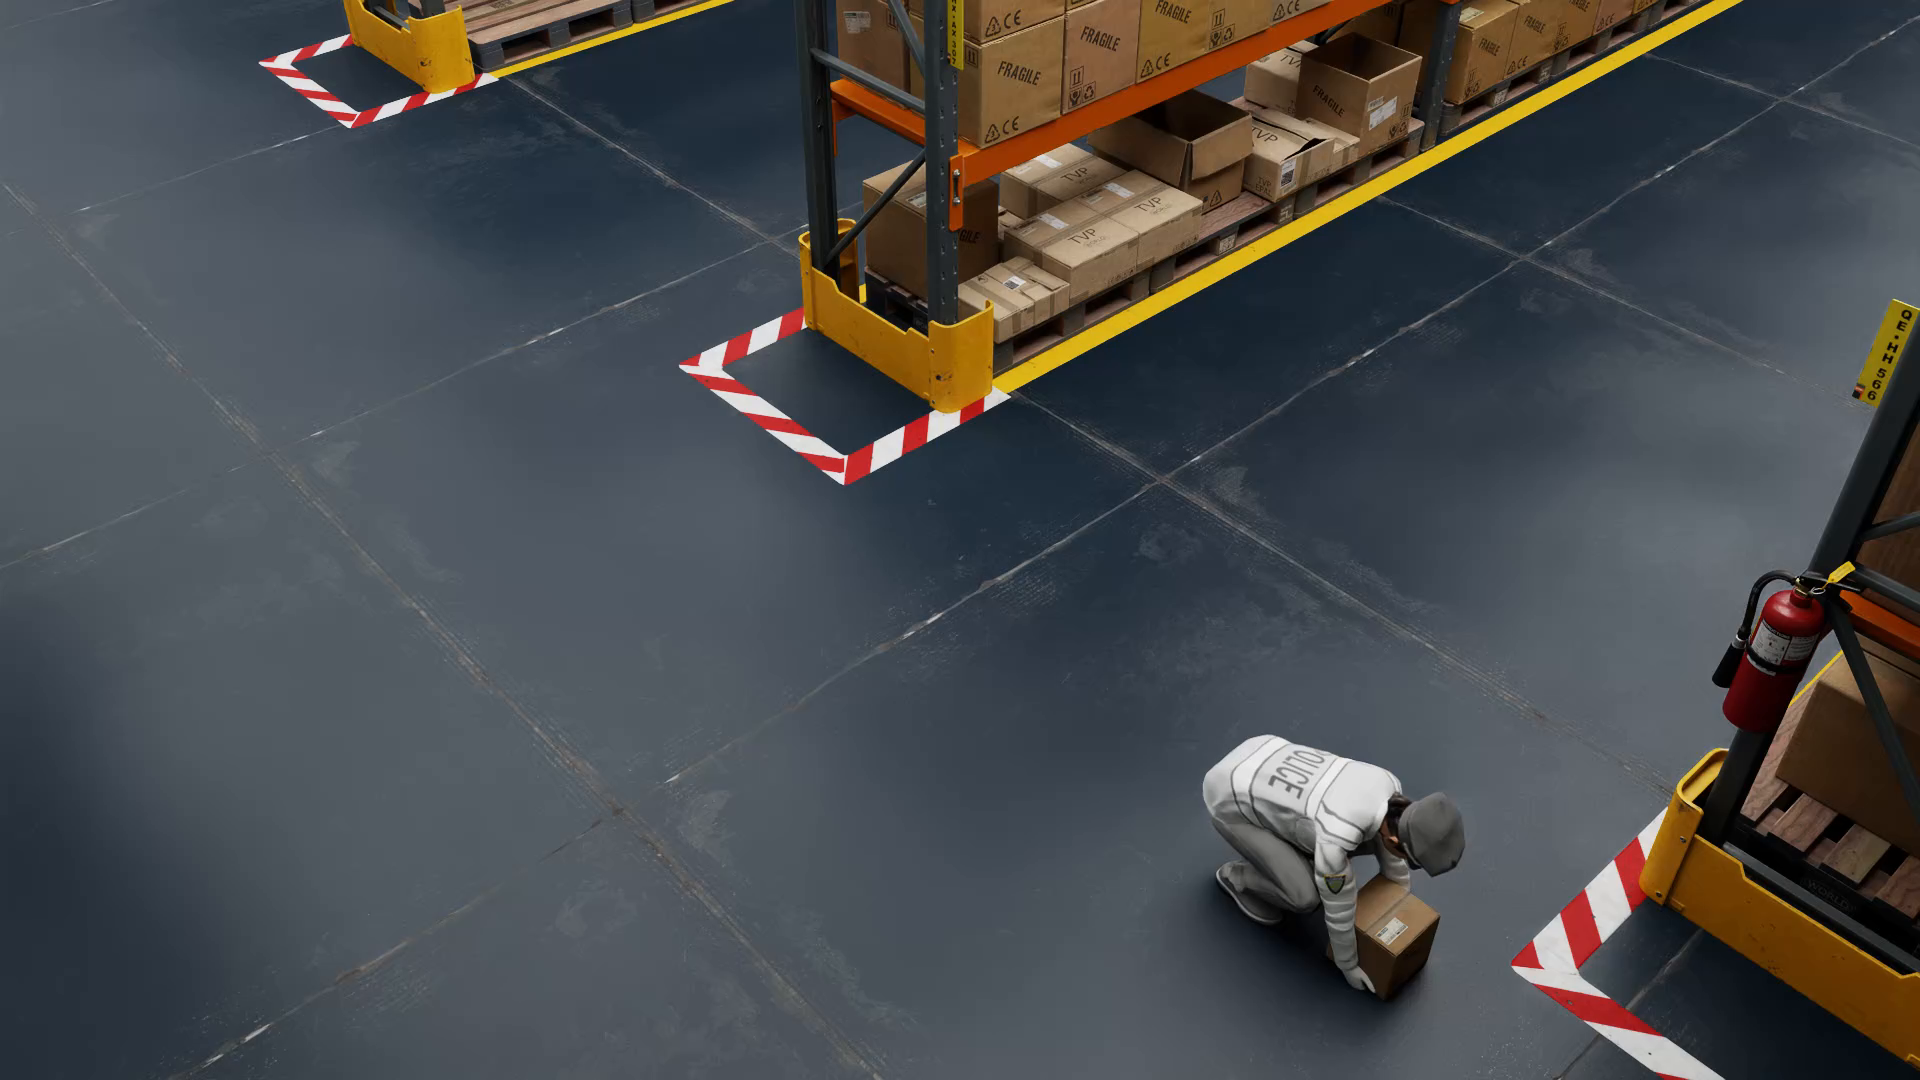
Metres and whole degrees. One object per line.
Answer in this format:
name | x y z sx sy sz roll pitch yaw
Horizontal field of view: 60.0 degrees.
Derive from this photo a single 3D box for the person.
person | 1.239 1.035 5.664 0.466 0.847 0.889 -31 49 -32
